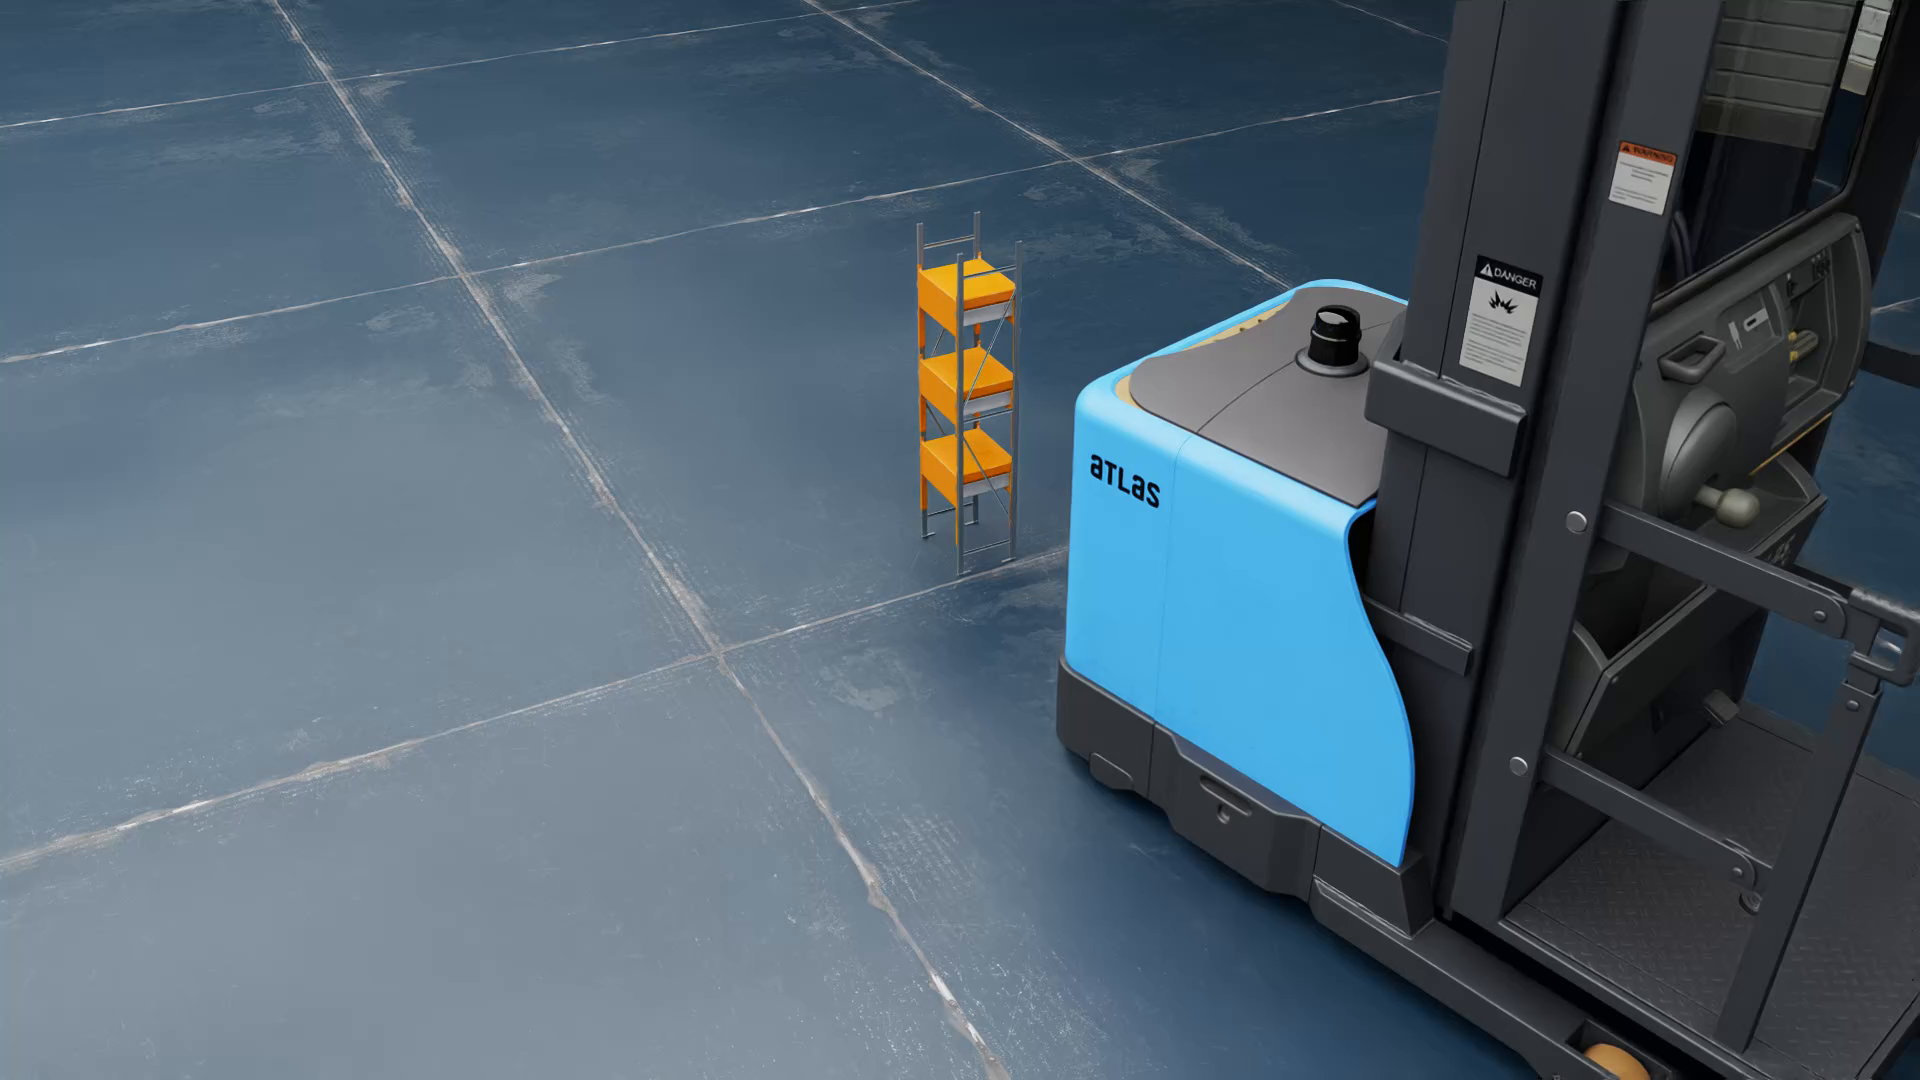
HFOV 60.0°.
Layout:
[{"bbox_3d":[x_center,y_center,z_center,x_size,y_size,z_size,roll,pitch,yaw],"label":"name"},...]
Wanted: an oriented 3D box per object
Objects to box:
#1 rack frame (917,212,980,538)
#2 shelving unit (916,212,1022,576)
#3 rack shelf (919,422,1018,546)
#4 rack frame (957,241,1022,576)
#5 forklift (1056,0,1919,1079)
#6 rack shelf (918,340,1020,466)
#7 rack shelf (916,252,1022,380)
[{"bbox_3d":[-0.032,-0.475,5.018,0.200,1.050,0.008,-16,36,-23],"label":"rack frame"},{"bbox_3d":[0.025,-0.417,4.927,0.215,1.050,0.252,-16,36,-23],"label":"shelving unit"},{"bbox_3d":[0.025,-0.174,5.083,0.215,0.259,0.240,-16,36,-23],"label":"rack shelf"},{"bbox_3d":[0.082,-0.358,4.836,0.200,1.050,0.008,-16,36,-23],"label":"rack frame"},{"bbox_3d":[1.623,-0.276,2.964,1.130,2.935,3.031,-27,41,-35],"label":"forklift"},{"bbox_3d":[0.025,-0.408,4.933,0.215,0.259,0.240,-16,36,-23],"label":"rack shelf"},{"bbox_3d":[0.025,-0.647,4.780,0.215,0.259,0.240,-16,36,-23],"label":"rack shelf"}]
